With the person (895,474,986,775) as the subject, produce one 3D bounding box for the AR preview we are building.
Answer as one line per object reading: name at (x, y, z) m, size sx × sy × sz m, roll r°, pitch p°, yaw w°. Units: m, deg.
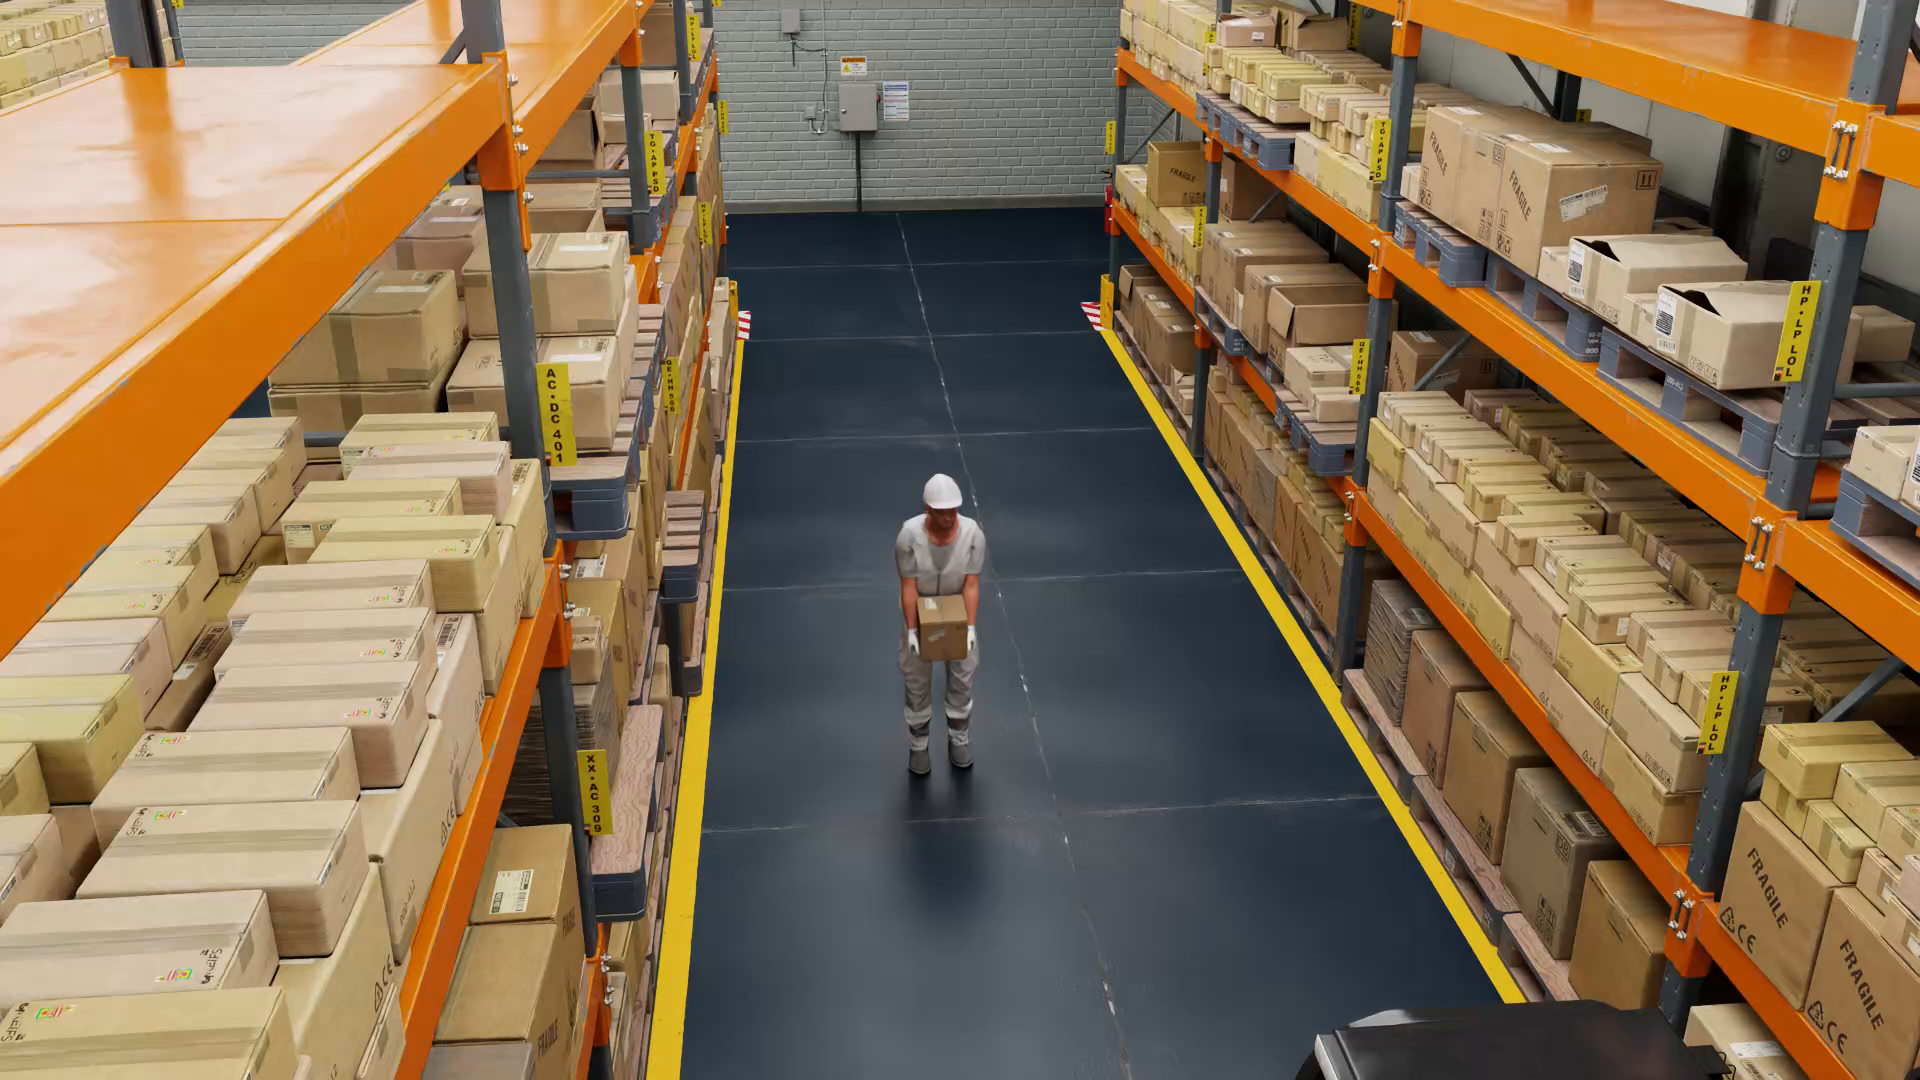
person at (-0.103, 0.459, 9.048) m, size 0.491 × 1.760 × 0.583 m, roll -3°, pitch 24°, yaw -6°
